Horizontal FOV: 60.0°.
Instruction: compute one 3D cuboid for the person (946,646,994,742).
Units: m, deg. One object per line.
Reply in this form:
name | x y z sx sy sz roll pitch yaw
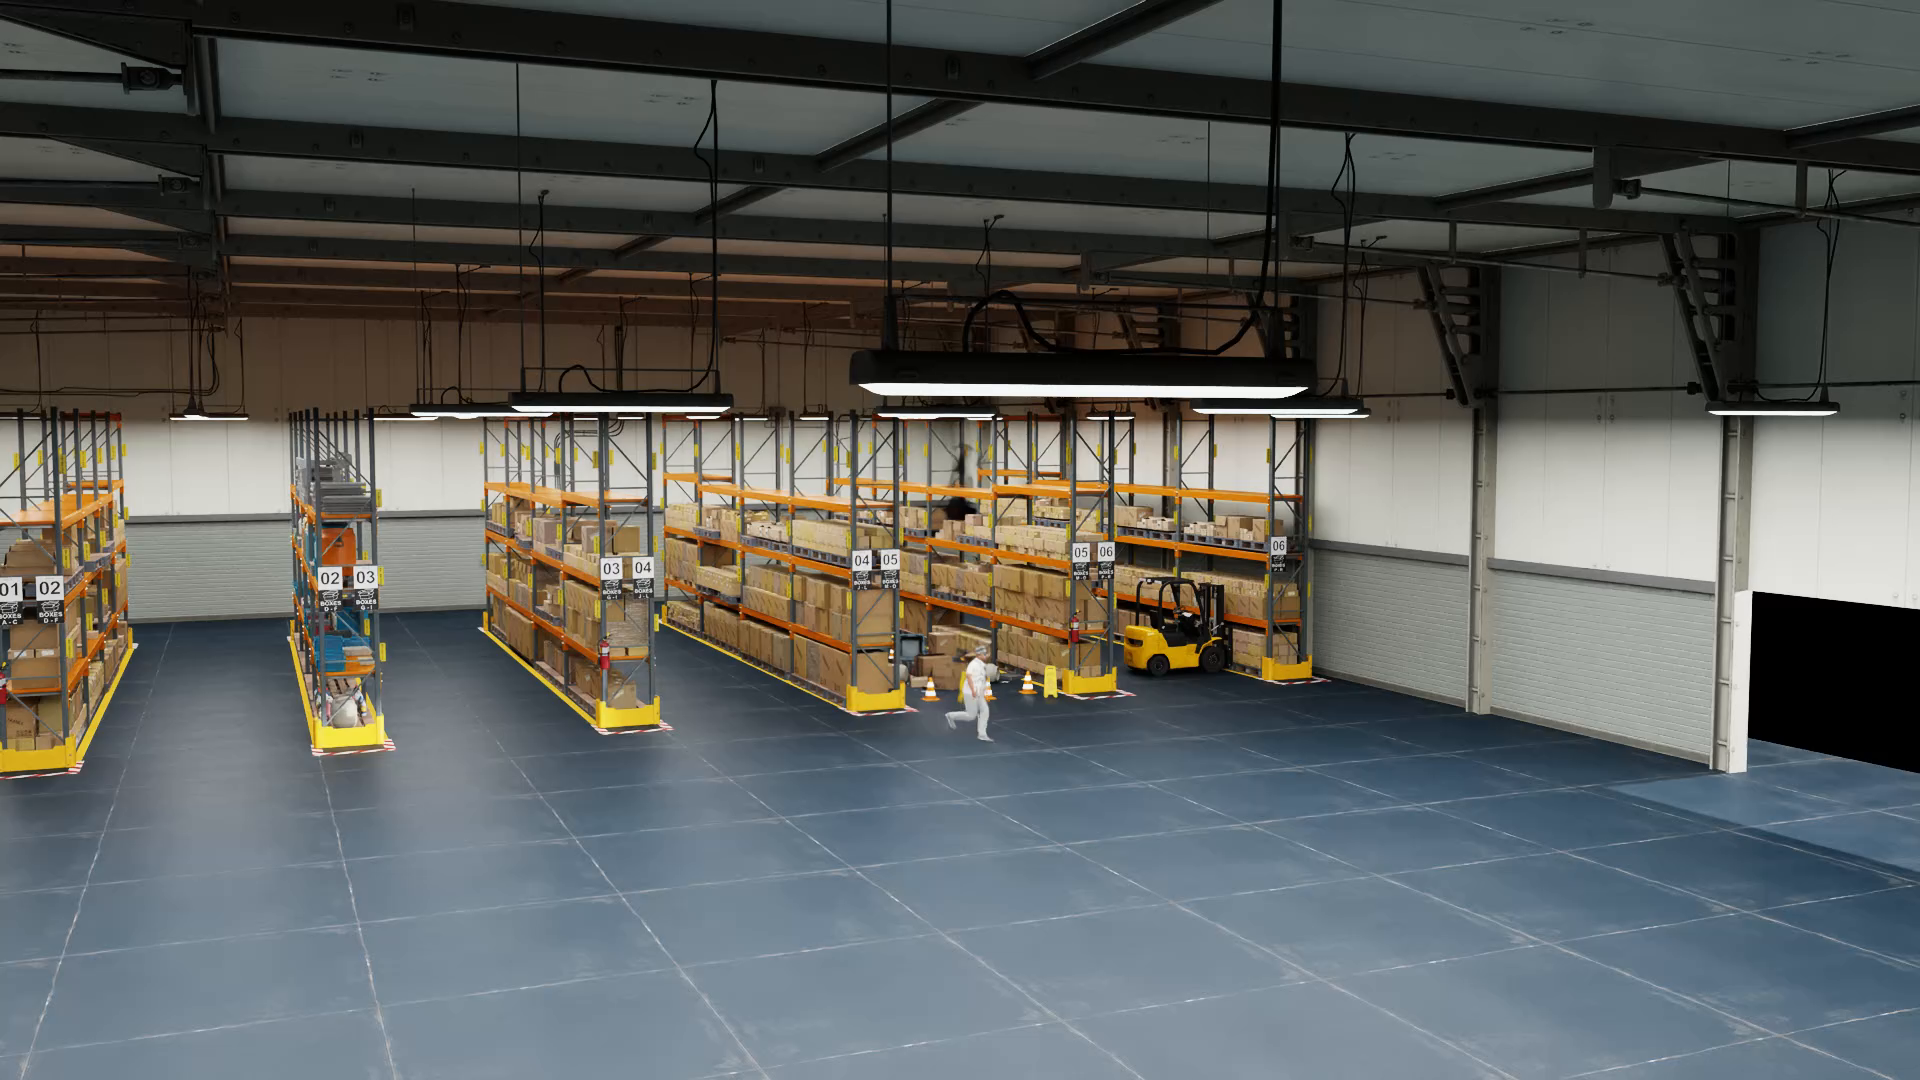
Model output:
person | 0.192 2.781 30.082 0.893 1.765 0.671 1 4 16
